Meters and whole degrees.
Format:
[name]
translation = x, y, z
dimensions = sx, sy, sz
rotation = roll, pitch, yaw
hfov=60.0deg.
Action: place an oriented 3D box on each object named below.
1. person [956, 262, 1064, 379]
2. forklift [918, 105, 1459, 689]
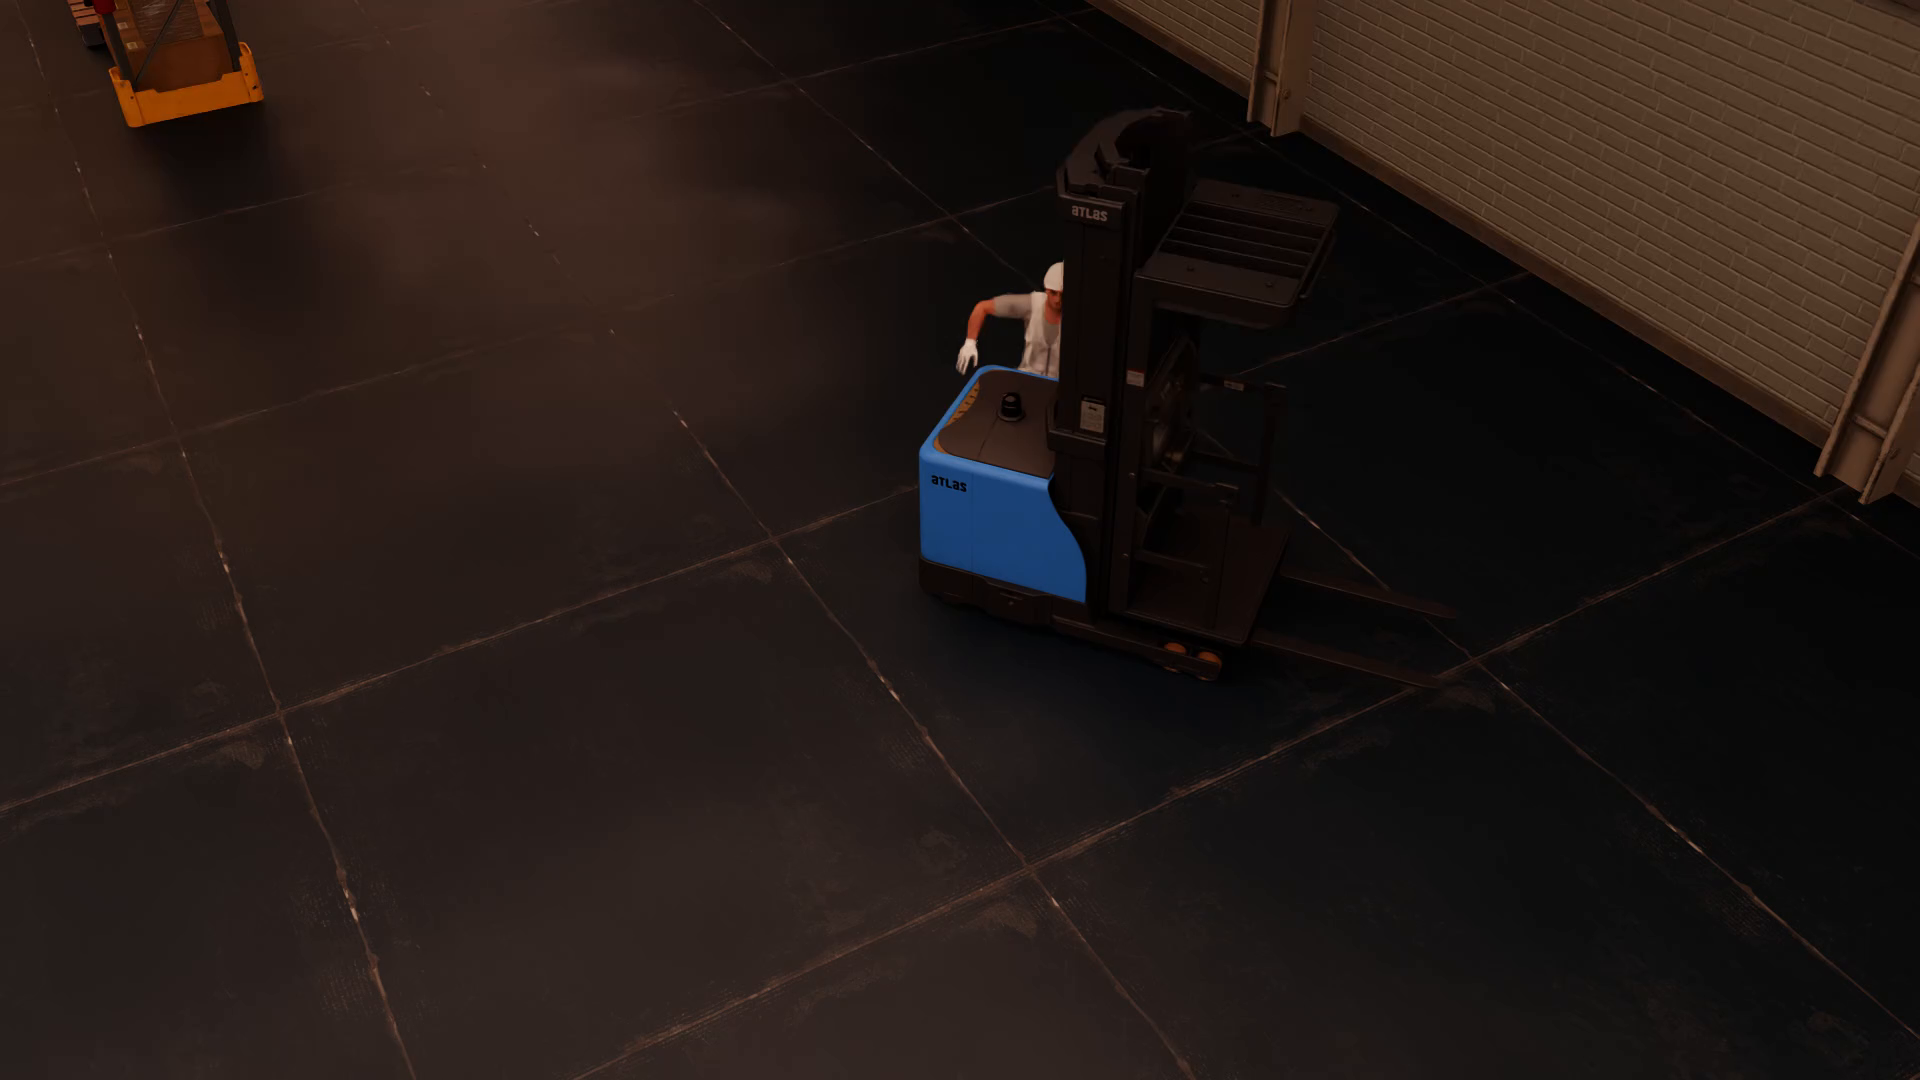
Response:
[person]
translation = 0.539, -0.877, 10.156
dimensions = 1.153, 1.590, 0.844
rotation = 6, 40, 7
[forklift]
translation = 1.322, -0.722, 8.906
dimensions = 3.031, 2.935, 1.130
rotation = 15, 42, 17
